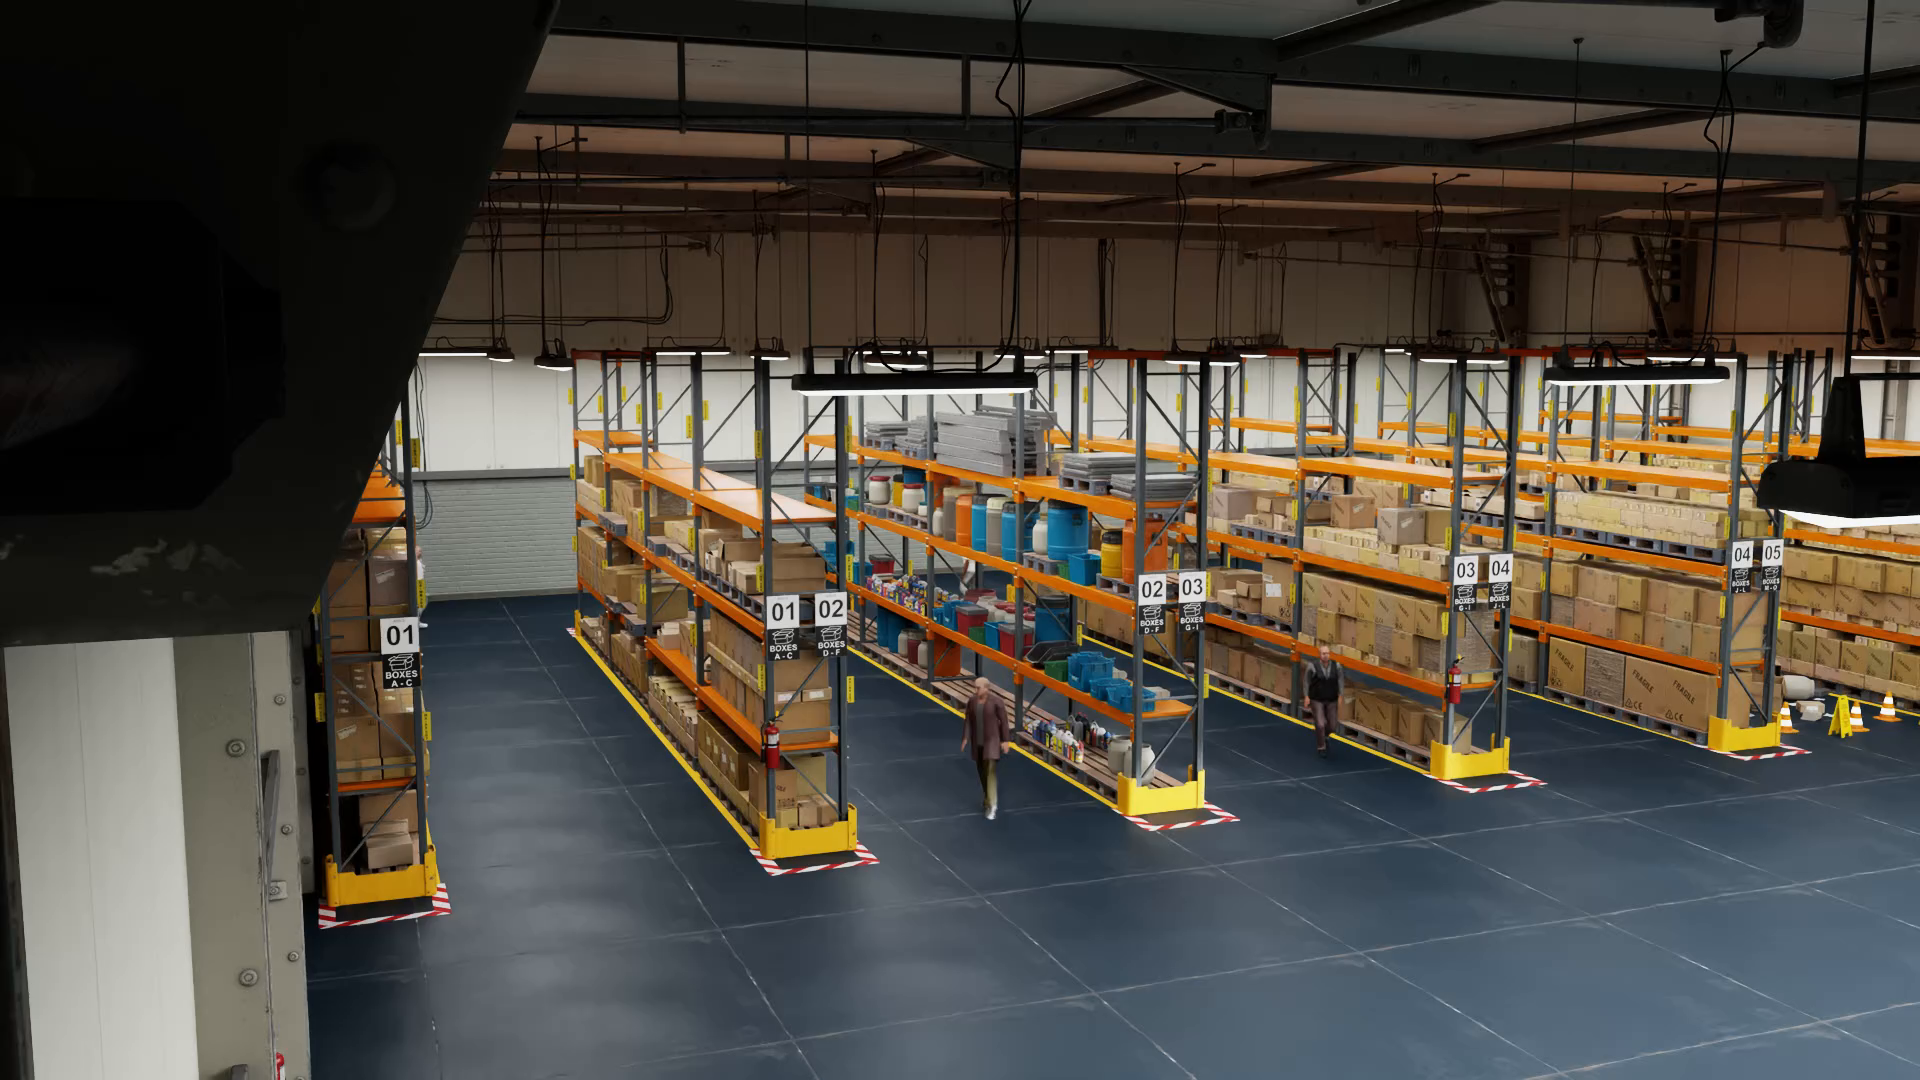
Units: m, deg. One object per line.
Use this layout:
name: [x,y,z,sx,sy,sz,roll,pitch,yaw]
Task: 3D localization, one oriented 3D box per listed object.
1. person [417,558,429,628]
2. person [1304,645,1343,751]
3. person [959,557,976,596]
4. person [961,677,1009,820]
person: [-11.647,1.109,35.587,0.536,1.576,0.604,-2,7,-18]
person: [5.433,2.364,24.985,0.547,1.640,0.581,0,7,-3]
person: [0.265,0.761,38.105,0.468,1.702,0.742,5,8,33]
person: [0.320,2.717,22.066,0.650,1.788,0.738,5,9,35]
